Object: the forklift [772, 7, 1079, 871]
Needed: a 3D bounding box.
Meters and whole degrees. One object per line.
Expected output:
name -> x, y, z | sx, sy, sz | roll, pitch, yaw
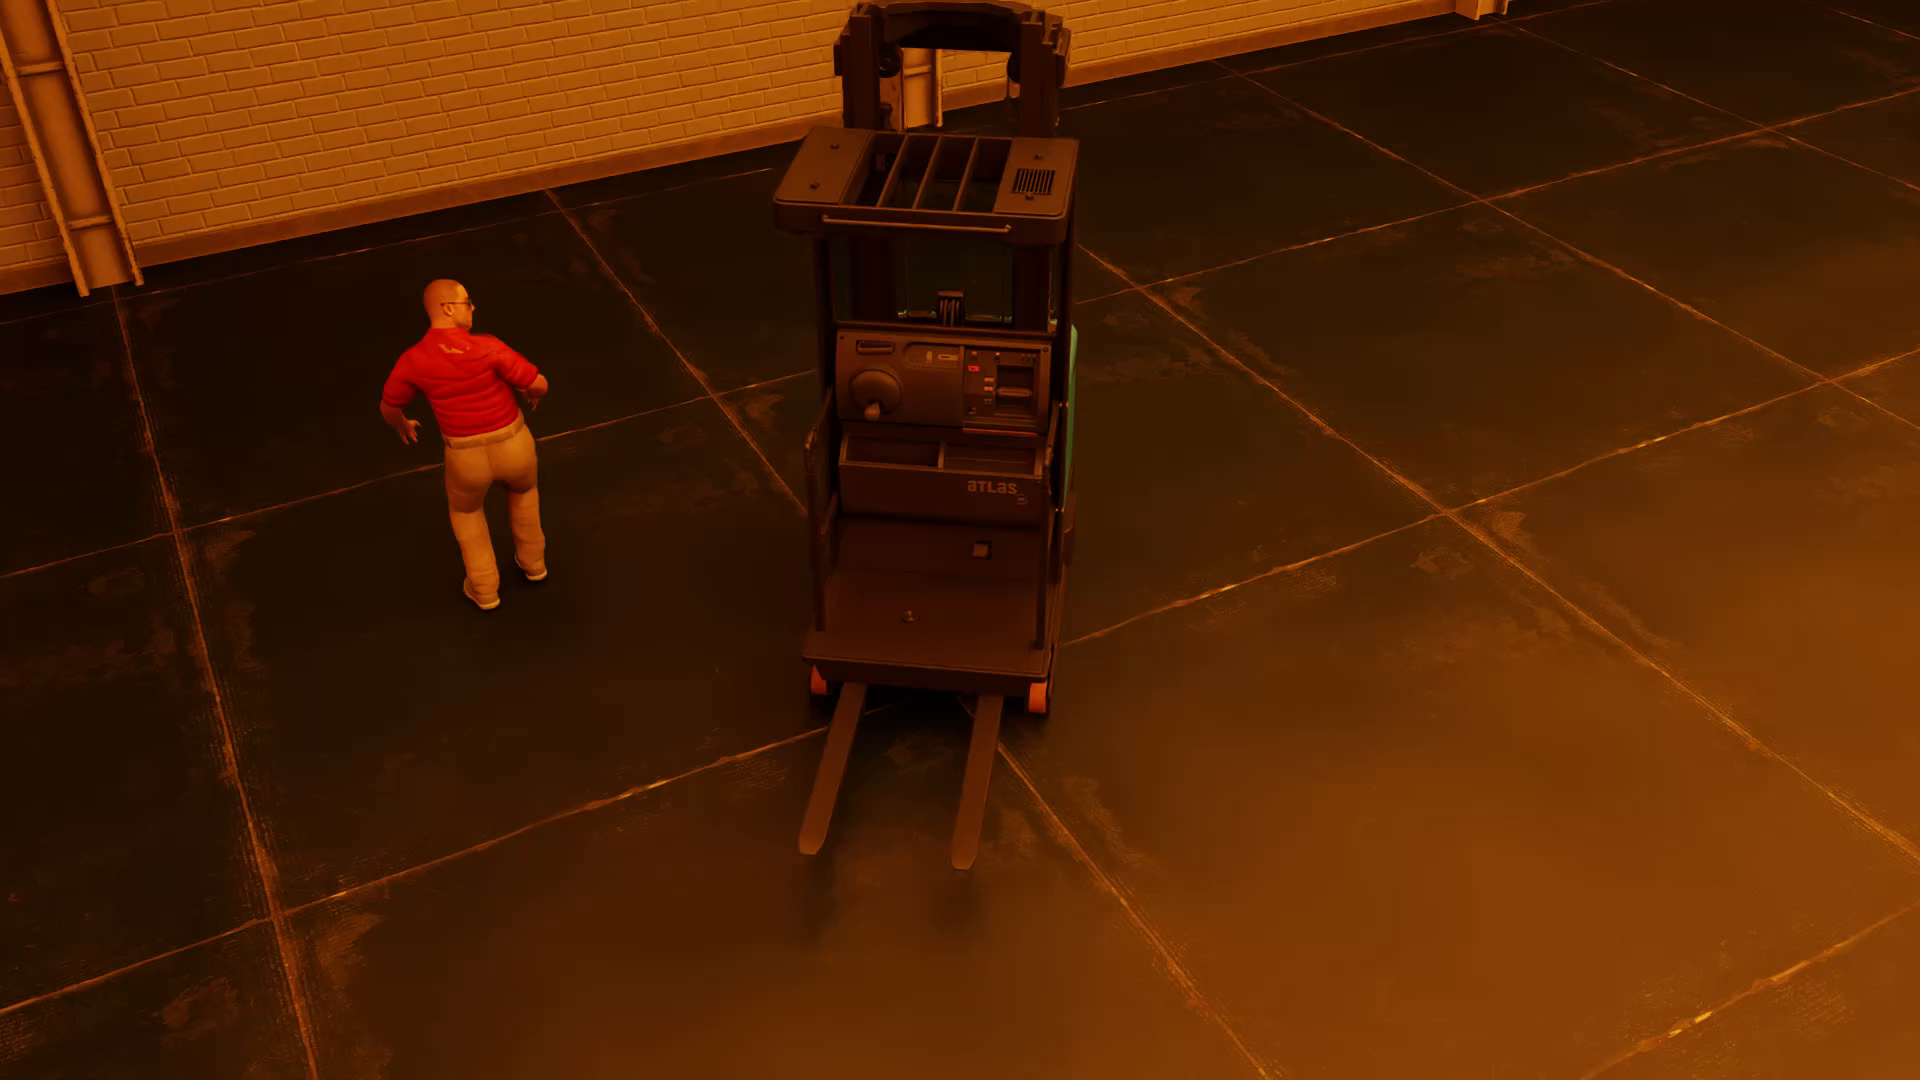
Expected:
forklift -> -0.105, -0.554, 6.962 | 1.101, 2.867, 2.884 | 4, 35, 6
